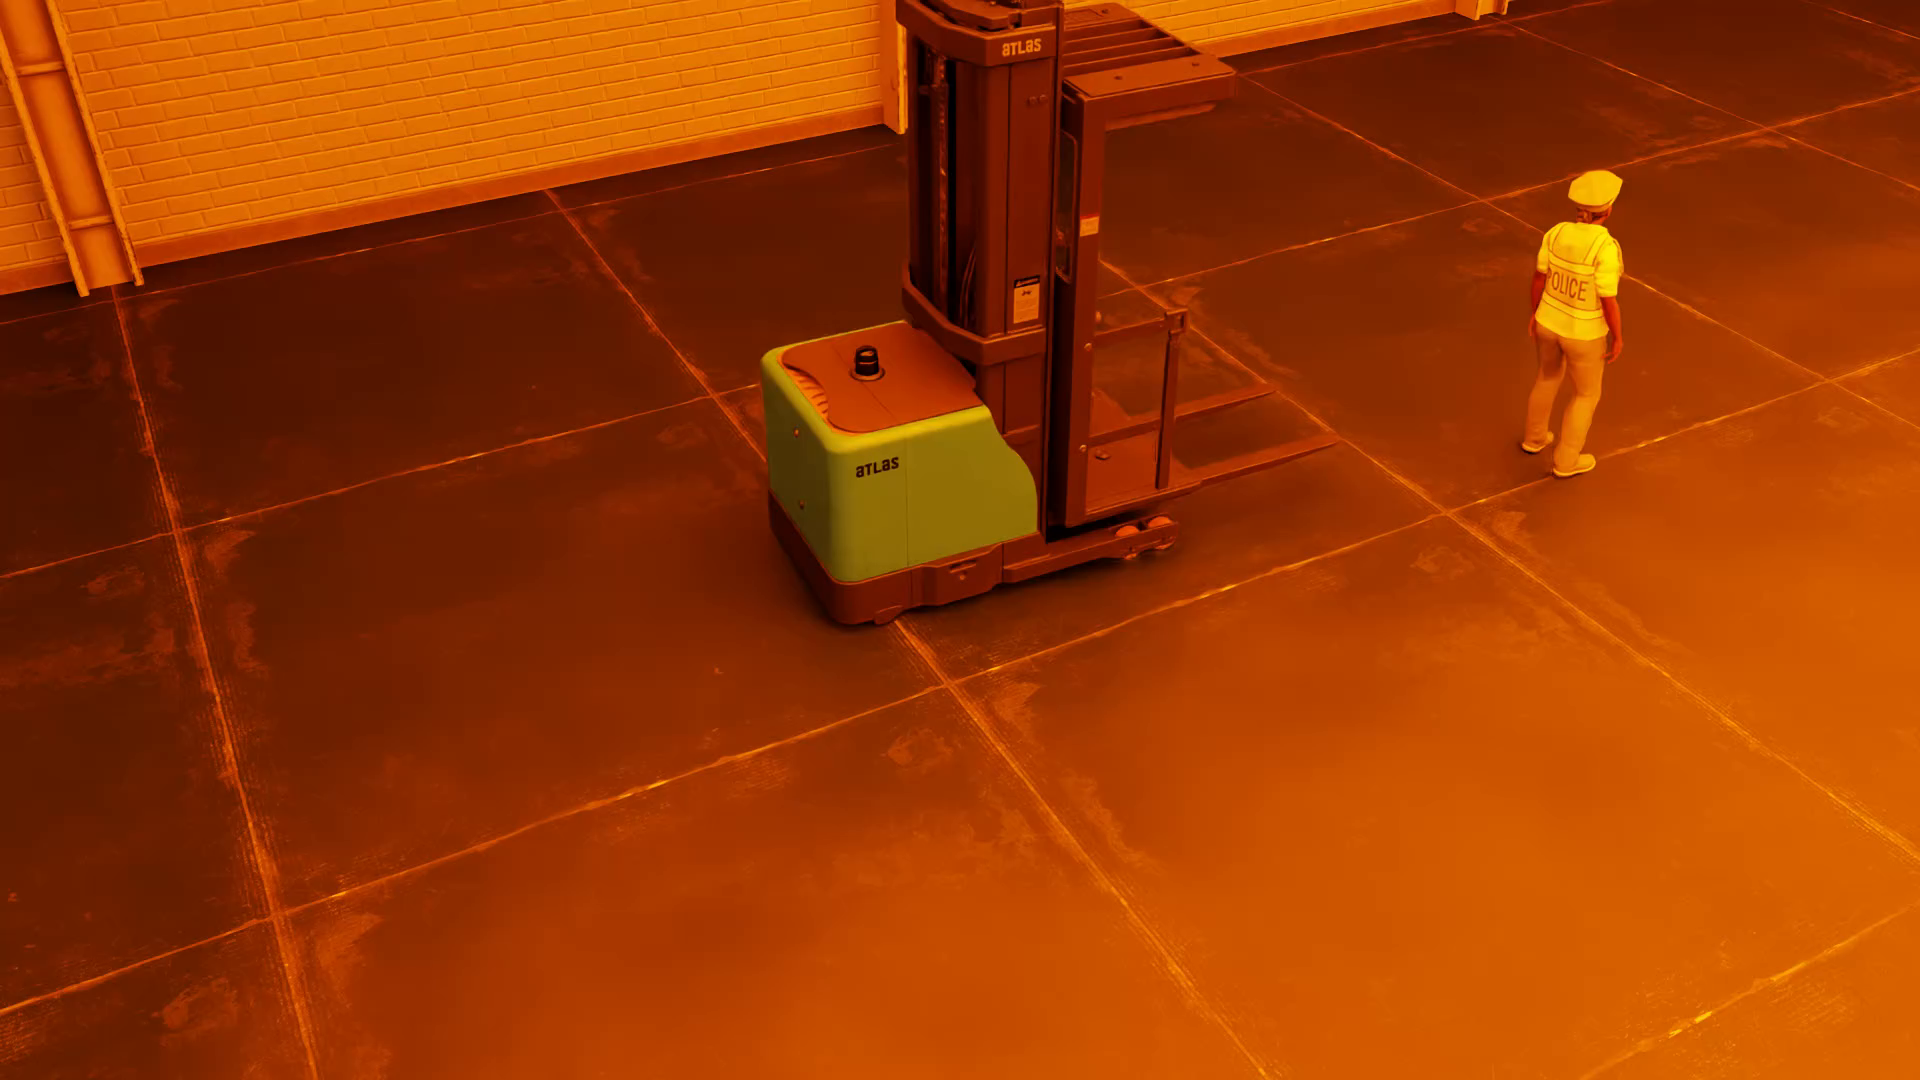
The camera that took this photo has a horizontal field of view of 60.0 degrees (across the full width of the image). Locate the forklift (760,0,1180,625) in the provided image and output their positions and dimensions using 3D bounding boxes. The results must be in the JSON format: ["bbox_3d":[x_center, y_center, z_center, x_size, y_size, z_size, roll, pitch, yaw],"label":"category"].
[{"bbox_3d":[0.568,-1.361,8.048,3.031,2.935,1.130,-15,38,-21],"label":"forklift"}]

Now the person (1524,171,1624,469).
[{"bbox_3d":[3.234,-1.157,8.778,0.350,1.617,0.489,-22,41,-28],"label":"person"}]
